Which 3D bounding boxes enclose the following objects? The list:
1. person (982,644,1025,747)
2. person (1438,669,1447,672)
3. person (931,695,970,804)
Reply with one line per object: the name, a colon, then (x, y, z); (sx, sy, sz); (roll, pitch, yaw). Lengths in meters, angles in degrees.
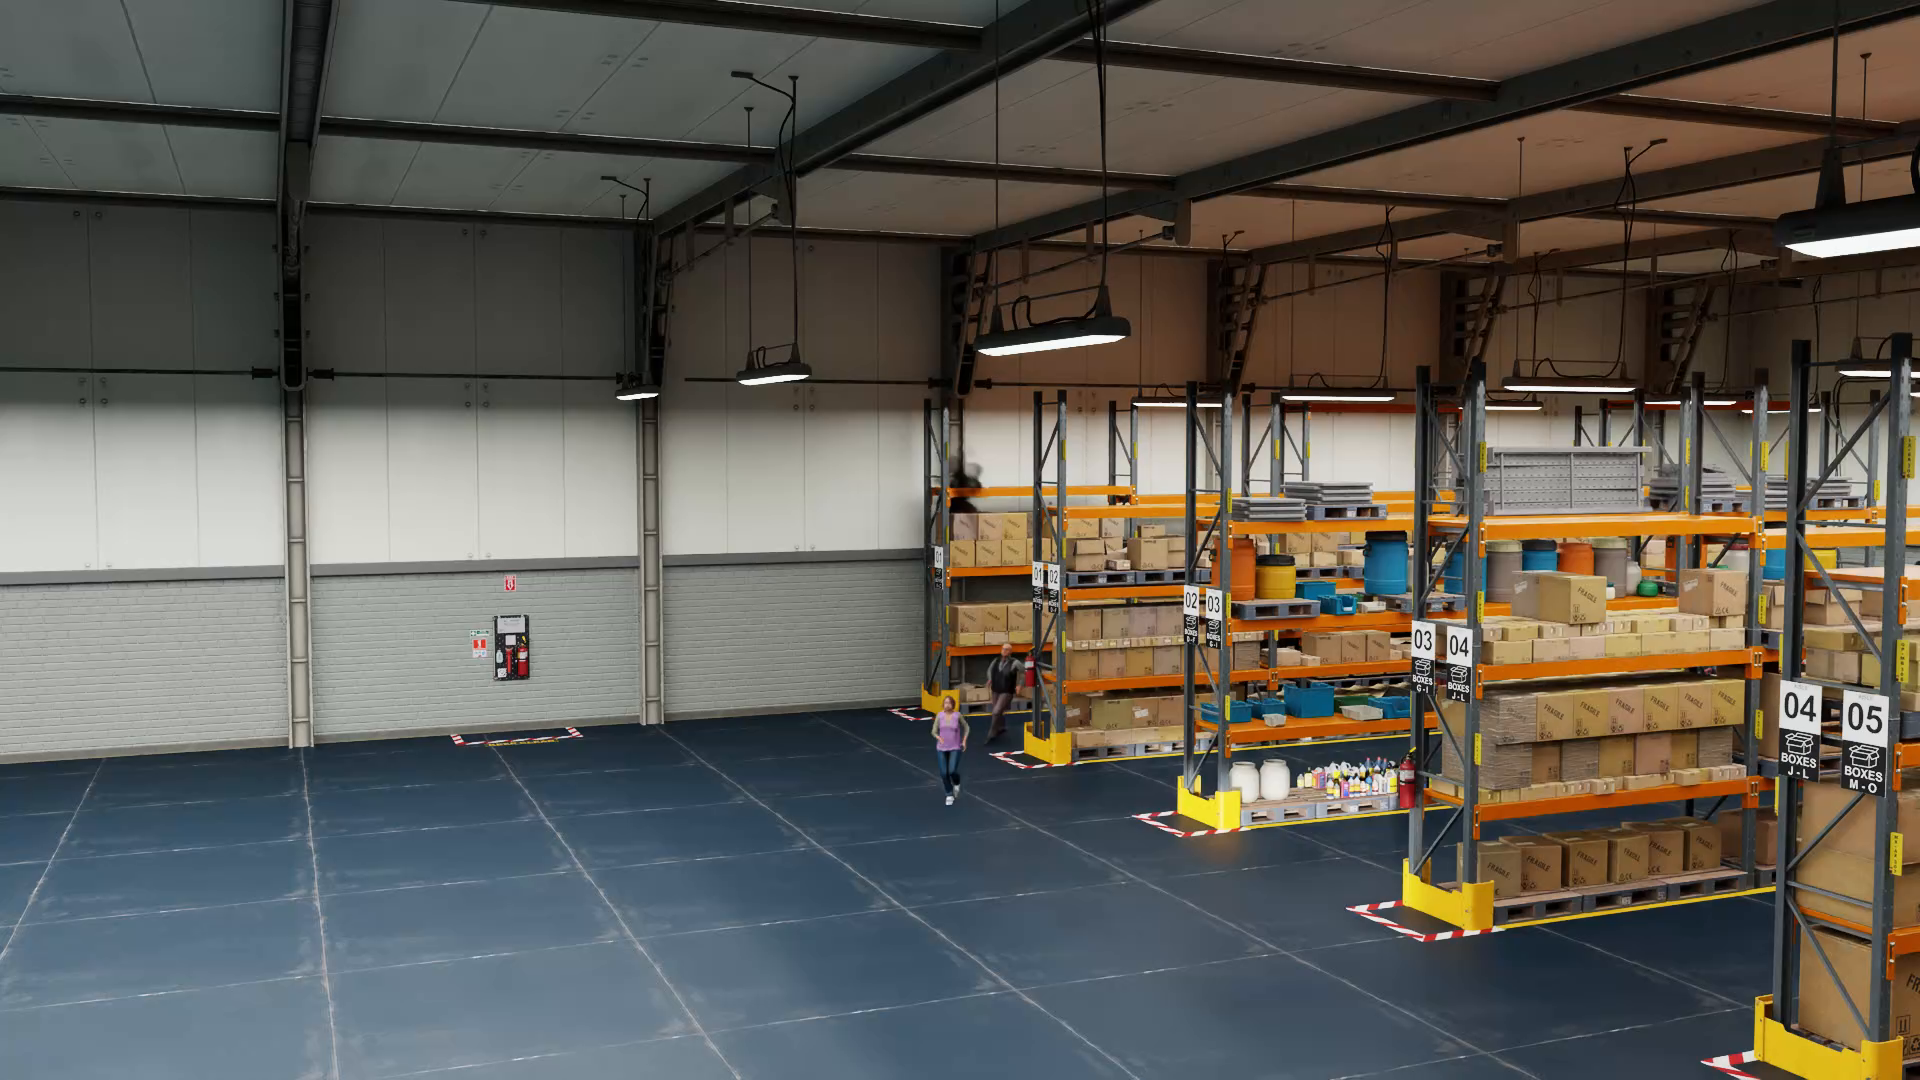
person: (0.731, 2.636, 28.481); (0.732, 1.738, 0.843); (3, 4, 37)
person: (9.528, 2.386, 33.237); (0.822, 1.723, 0.565); (-2, 4, -36)
person: (-0.152, 2.994, 23.647); (0.528, 1.562, 0.531); (1, 3, 9)
